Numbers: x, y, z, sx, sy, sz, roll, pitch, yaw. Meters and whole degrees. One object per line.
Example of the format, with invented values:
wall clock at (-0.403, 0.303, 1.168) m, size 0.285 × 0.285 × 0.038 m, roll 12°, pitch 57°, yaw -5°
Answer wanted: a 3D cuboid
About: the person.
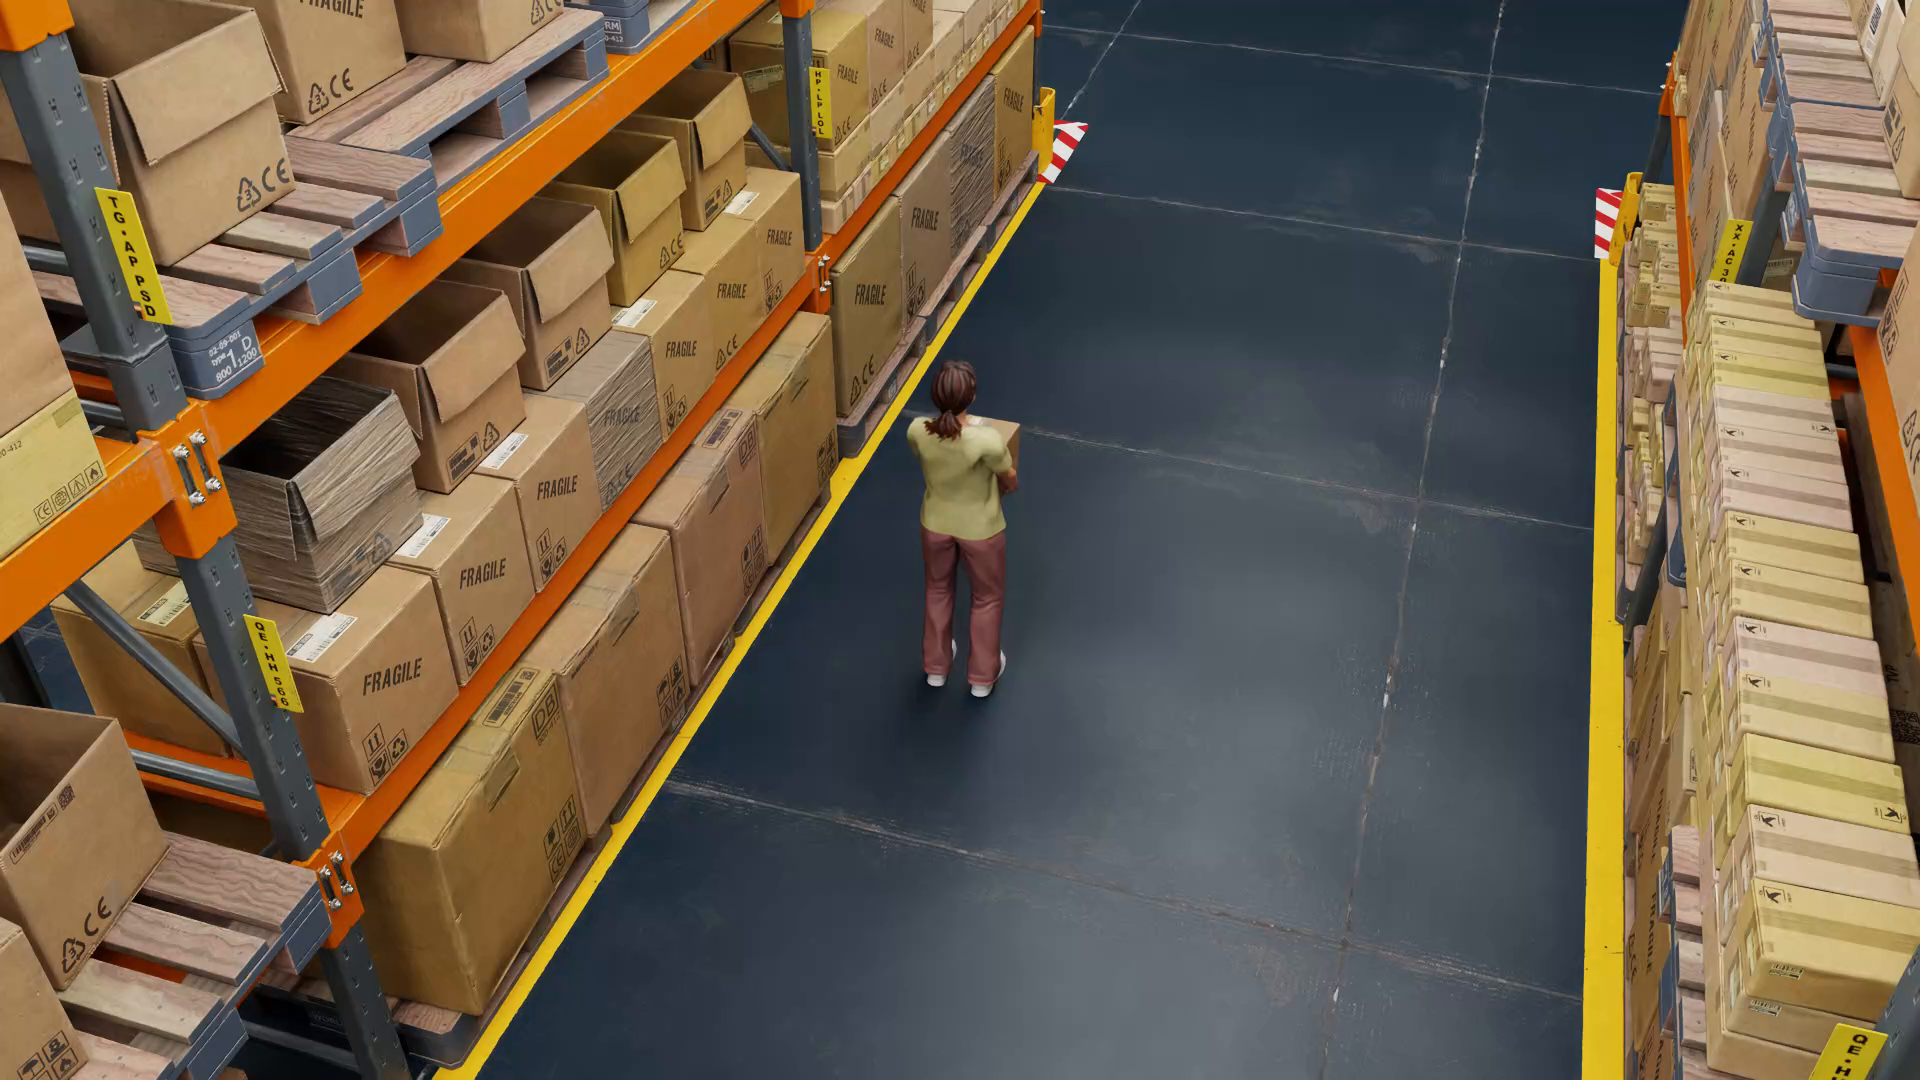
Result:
person at (0.026, -0.089, 7.020) m, size 0.425 × 1.664 × 0.551 m, roll 11°, pitch 39°, yaw 15°
